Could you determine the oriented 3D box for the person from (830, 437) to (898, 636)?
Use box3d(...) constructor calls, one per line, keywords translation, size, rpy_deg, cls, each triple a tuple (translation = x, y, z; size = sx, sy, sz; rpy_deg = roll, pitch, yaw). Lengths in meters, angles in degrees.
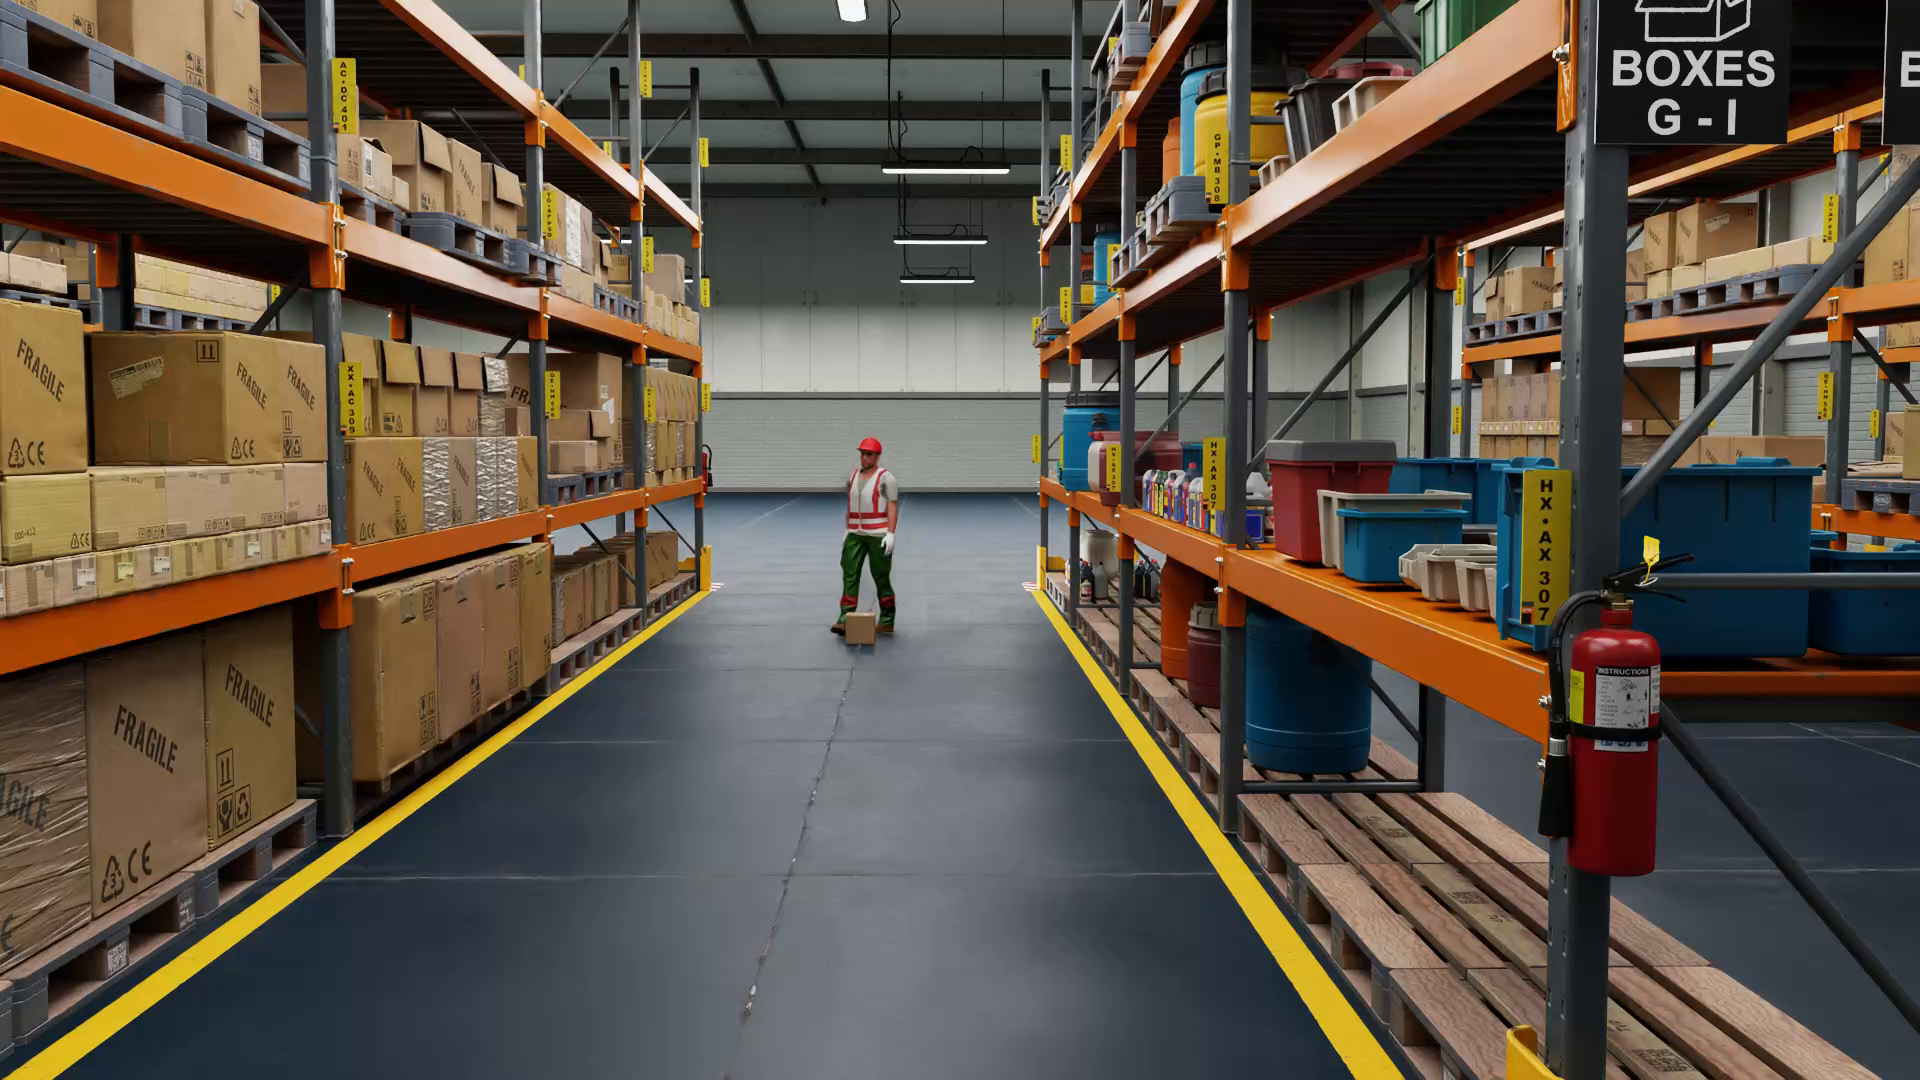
box3d(translation=(-0.884, -0.027, 14.872), size=(0.565, 1.781, 0.727), rpy_deg=(2, 4, 28), cls="person")
